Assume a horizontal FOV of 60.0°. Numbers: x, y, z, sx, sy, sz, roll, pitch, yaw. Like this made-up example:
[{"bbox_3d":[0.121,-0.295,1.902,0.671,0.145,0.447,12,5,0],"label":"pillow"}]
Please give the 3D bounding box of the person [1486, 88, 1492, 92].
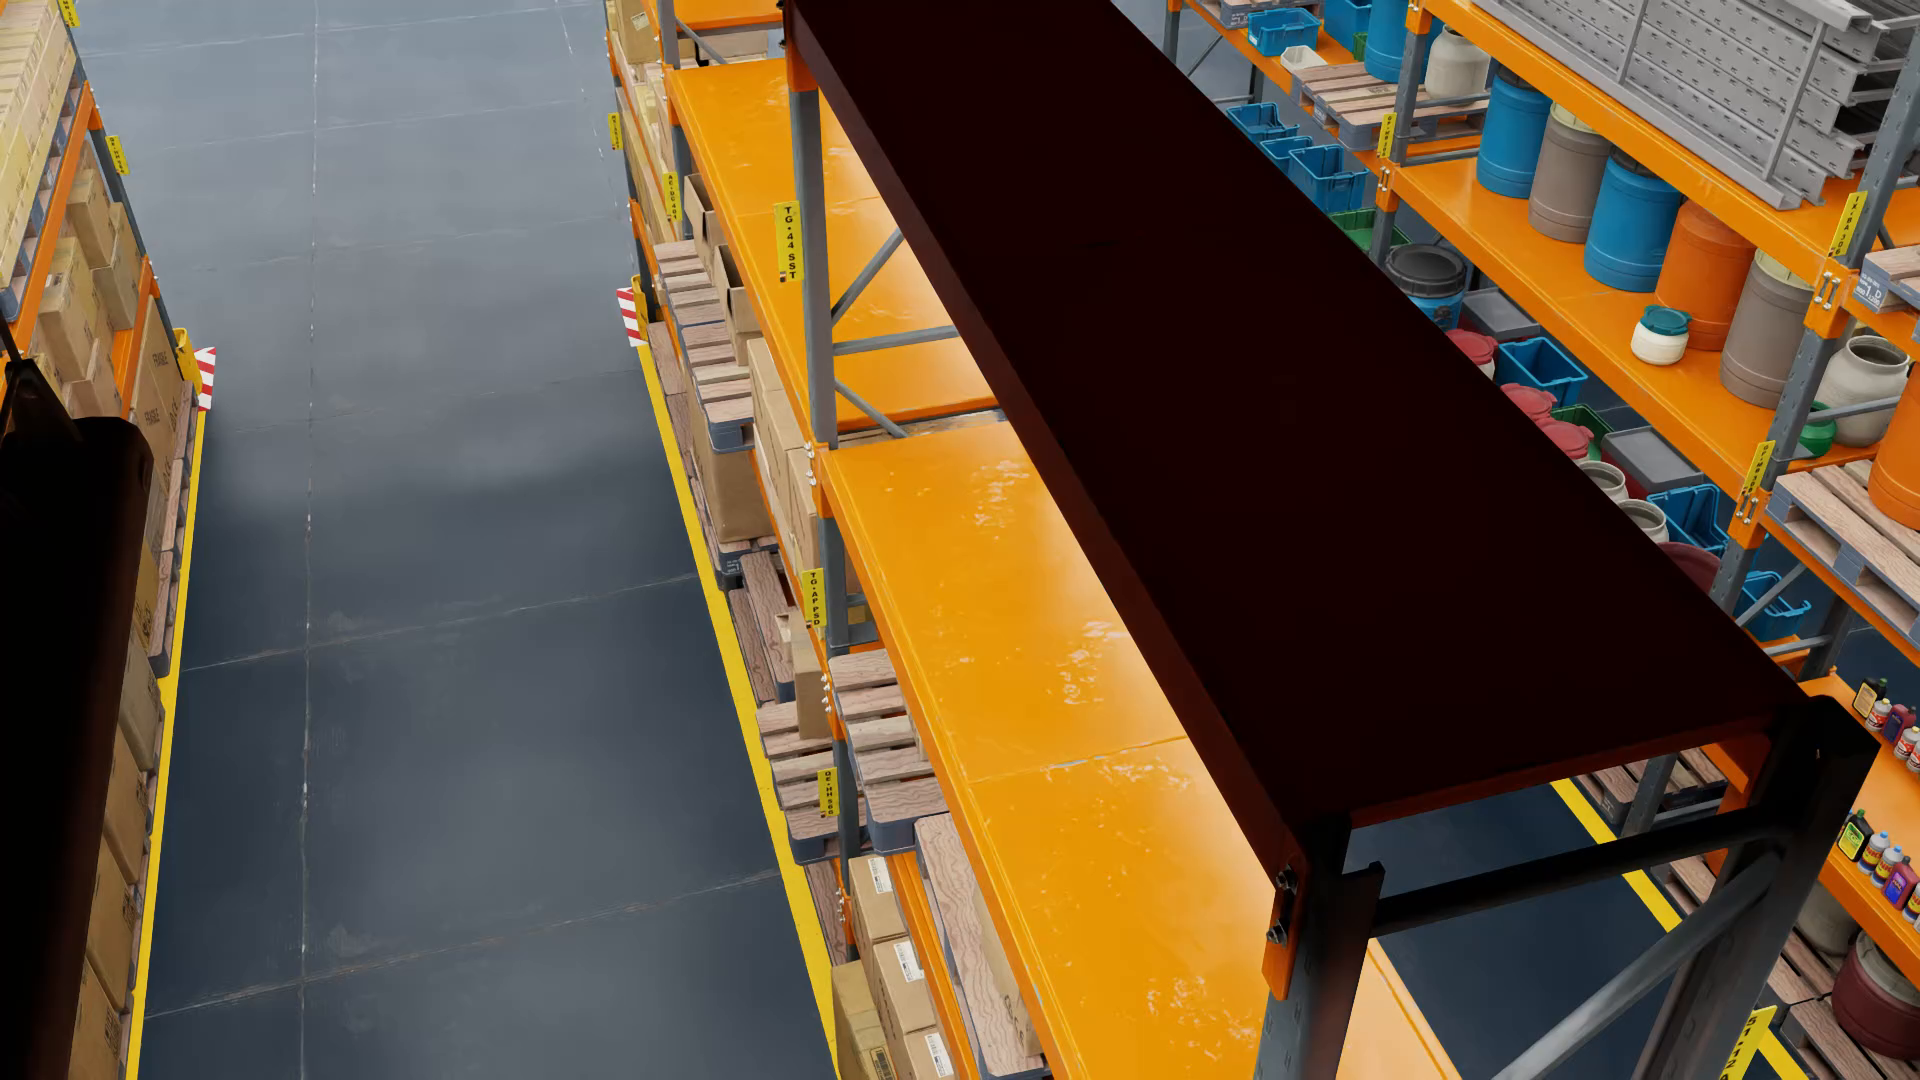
[{"bbox_3d":[6.583,-5.760,18.679,1.002,1.758,0.627,6,39,7],"label":"person"}]
